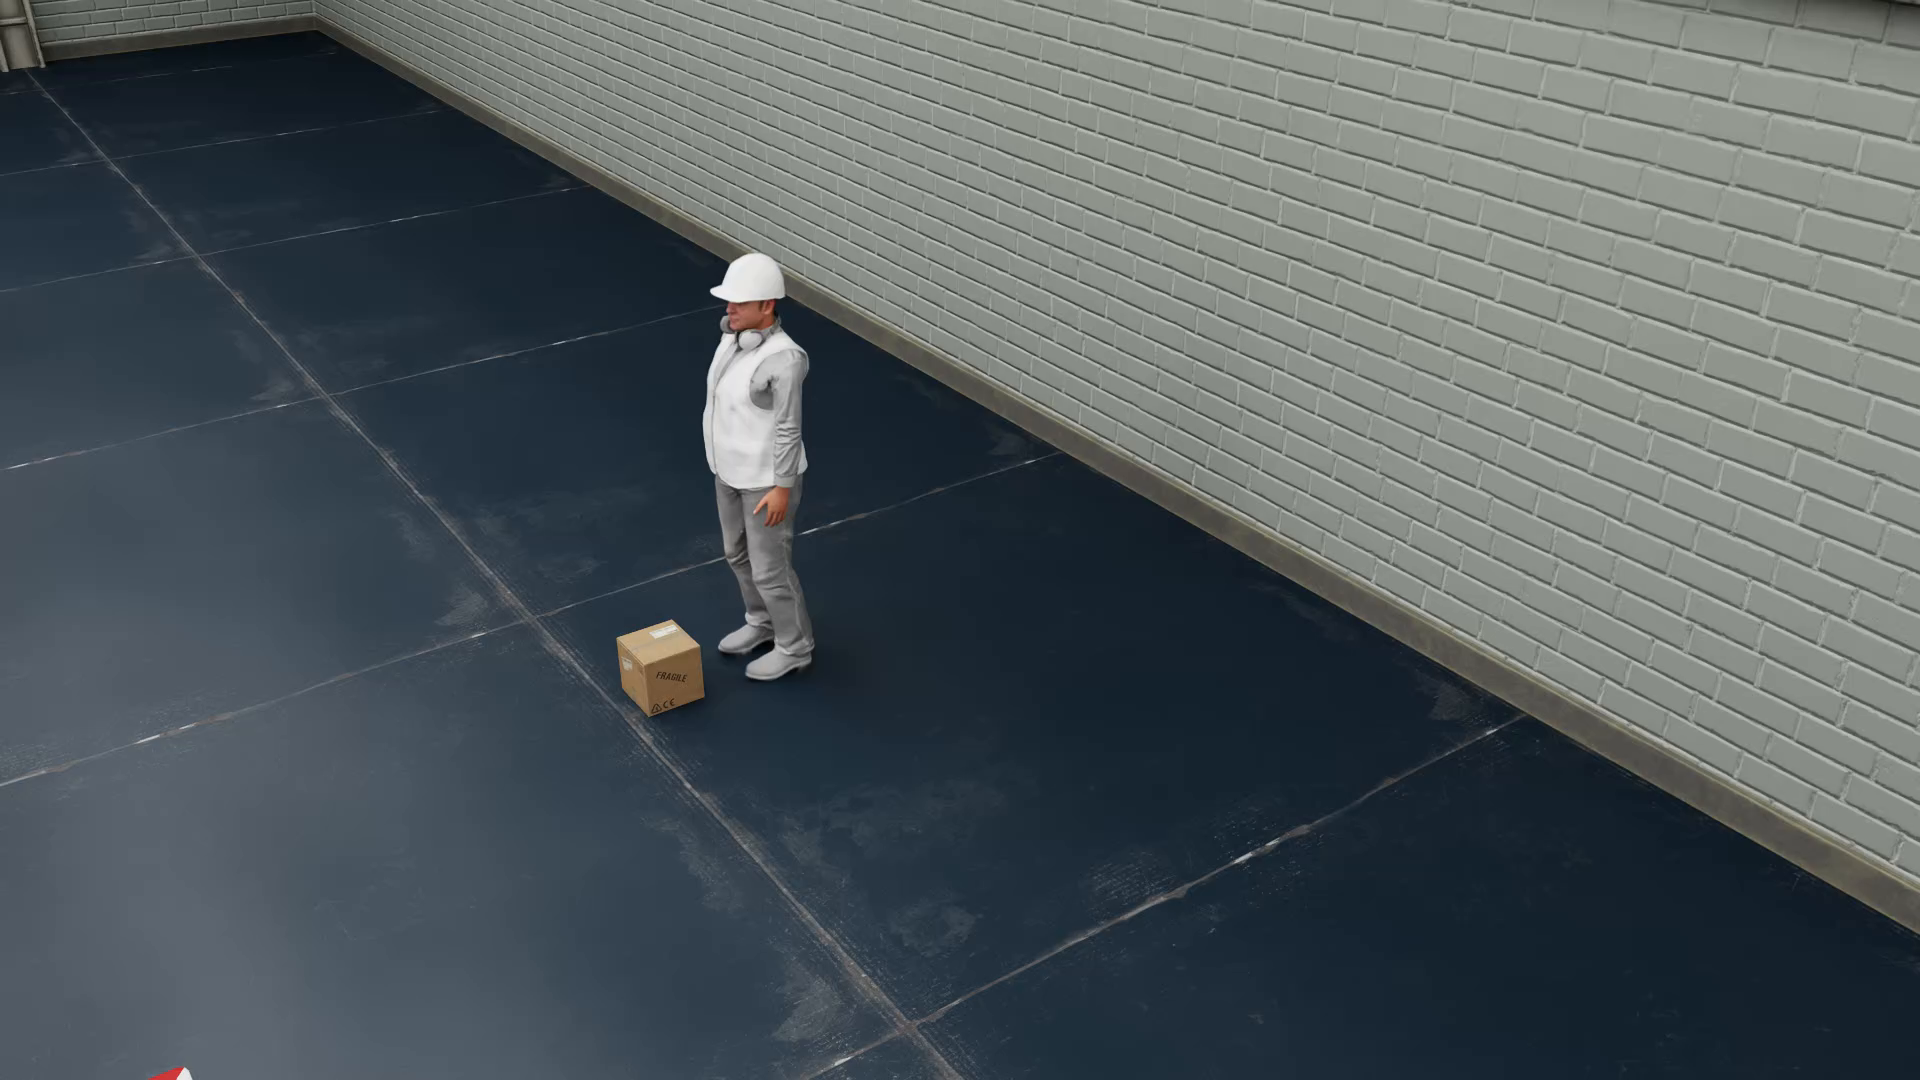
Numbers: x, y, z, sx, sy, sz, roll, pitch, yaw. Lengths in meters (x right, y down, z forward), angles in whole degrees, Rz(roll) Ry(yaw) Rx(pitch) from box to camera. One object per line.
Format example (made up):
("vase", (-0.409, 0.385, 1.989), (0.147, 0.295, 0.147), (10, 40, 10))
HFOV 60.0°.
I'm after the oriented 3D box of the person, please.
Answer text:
("person", (-0.805, -0.279, 6.616), (0.358, 1.768, 0.531), (-18, 33, -30))
